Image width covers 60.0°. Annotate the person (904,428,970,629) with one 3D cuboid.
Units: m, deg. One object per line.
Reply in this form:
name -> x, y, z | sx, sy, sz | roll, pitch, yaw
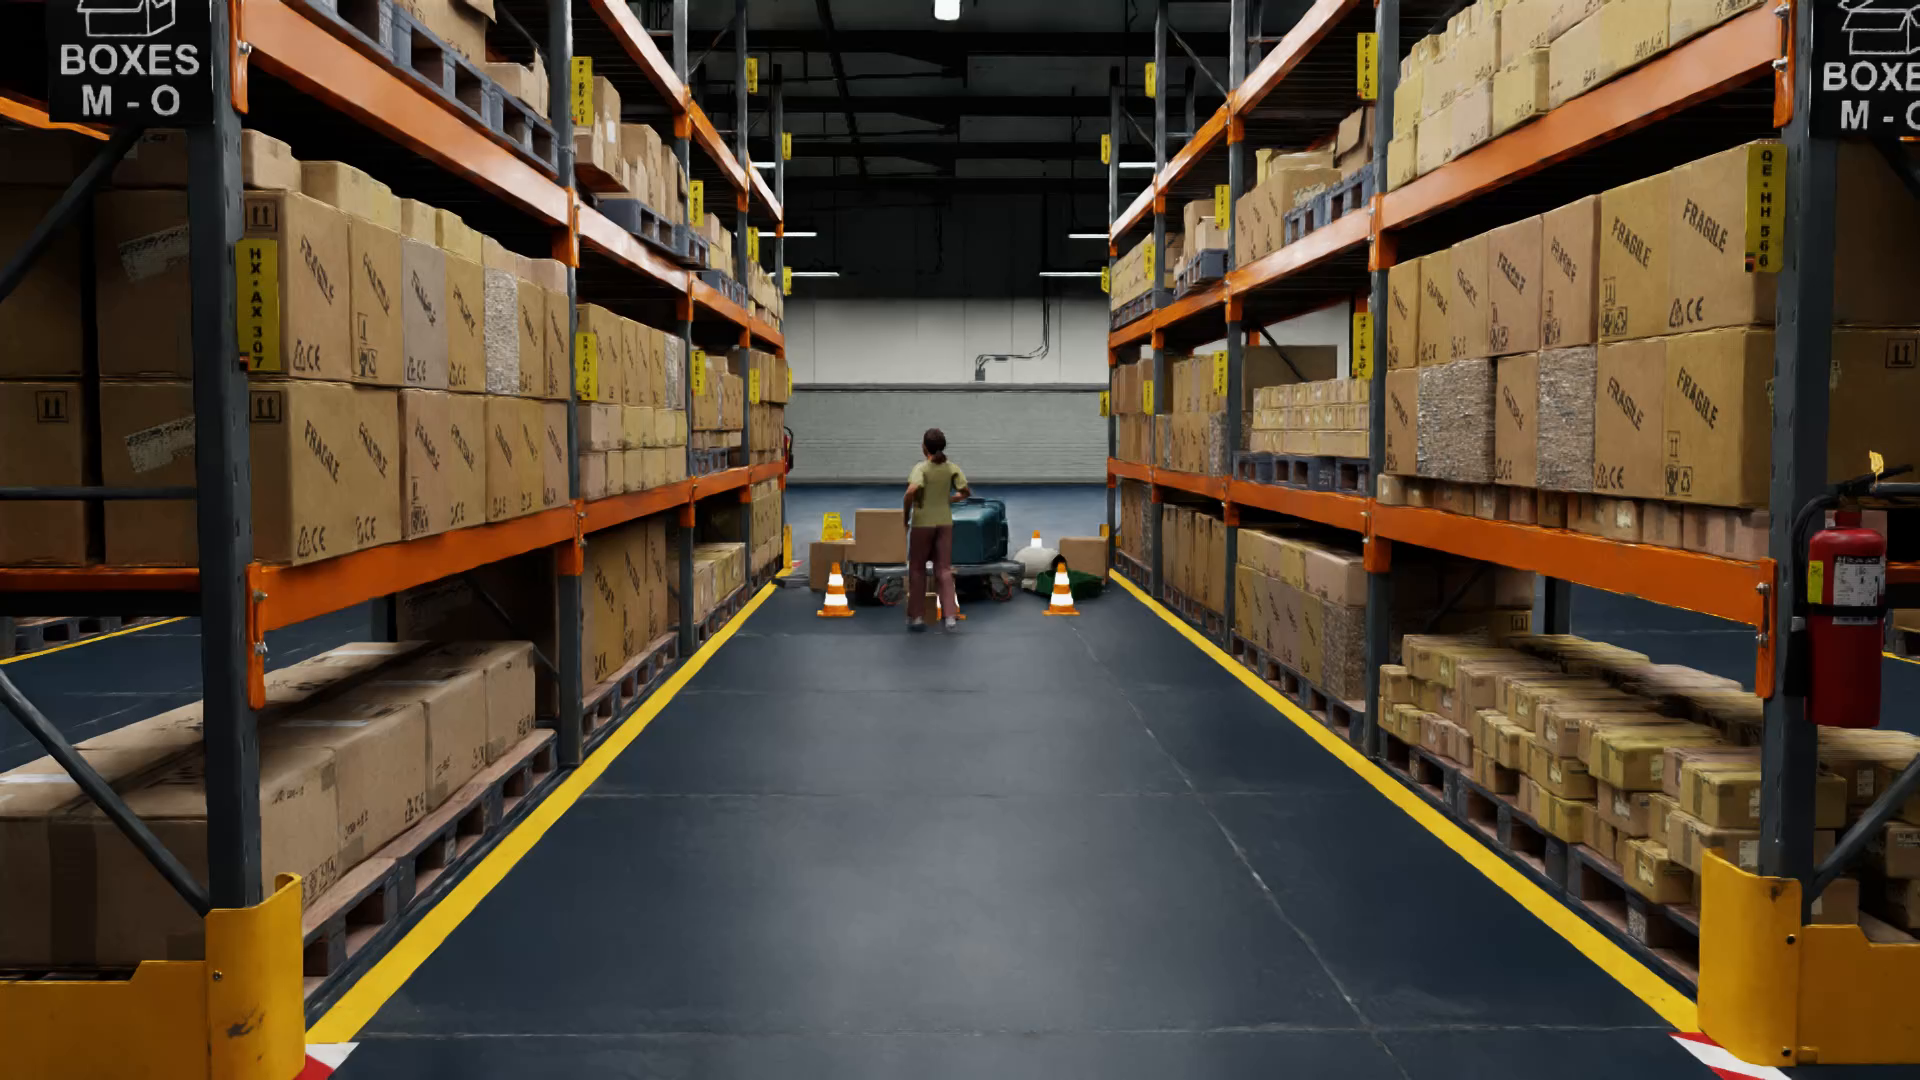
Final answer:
person -> -0.267, -0.099, 13.740 | 0.620, 1.652, 0.761 | -2, 4, -23
